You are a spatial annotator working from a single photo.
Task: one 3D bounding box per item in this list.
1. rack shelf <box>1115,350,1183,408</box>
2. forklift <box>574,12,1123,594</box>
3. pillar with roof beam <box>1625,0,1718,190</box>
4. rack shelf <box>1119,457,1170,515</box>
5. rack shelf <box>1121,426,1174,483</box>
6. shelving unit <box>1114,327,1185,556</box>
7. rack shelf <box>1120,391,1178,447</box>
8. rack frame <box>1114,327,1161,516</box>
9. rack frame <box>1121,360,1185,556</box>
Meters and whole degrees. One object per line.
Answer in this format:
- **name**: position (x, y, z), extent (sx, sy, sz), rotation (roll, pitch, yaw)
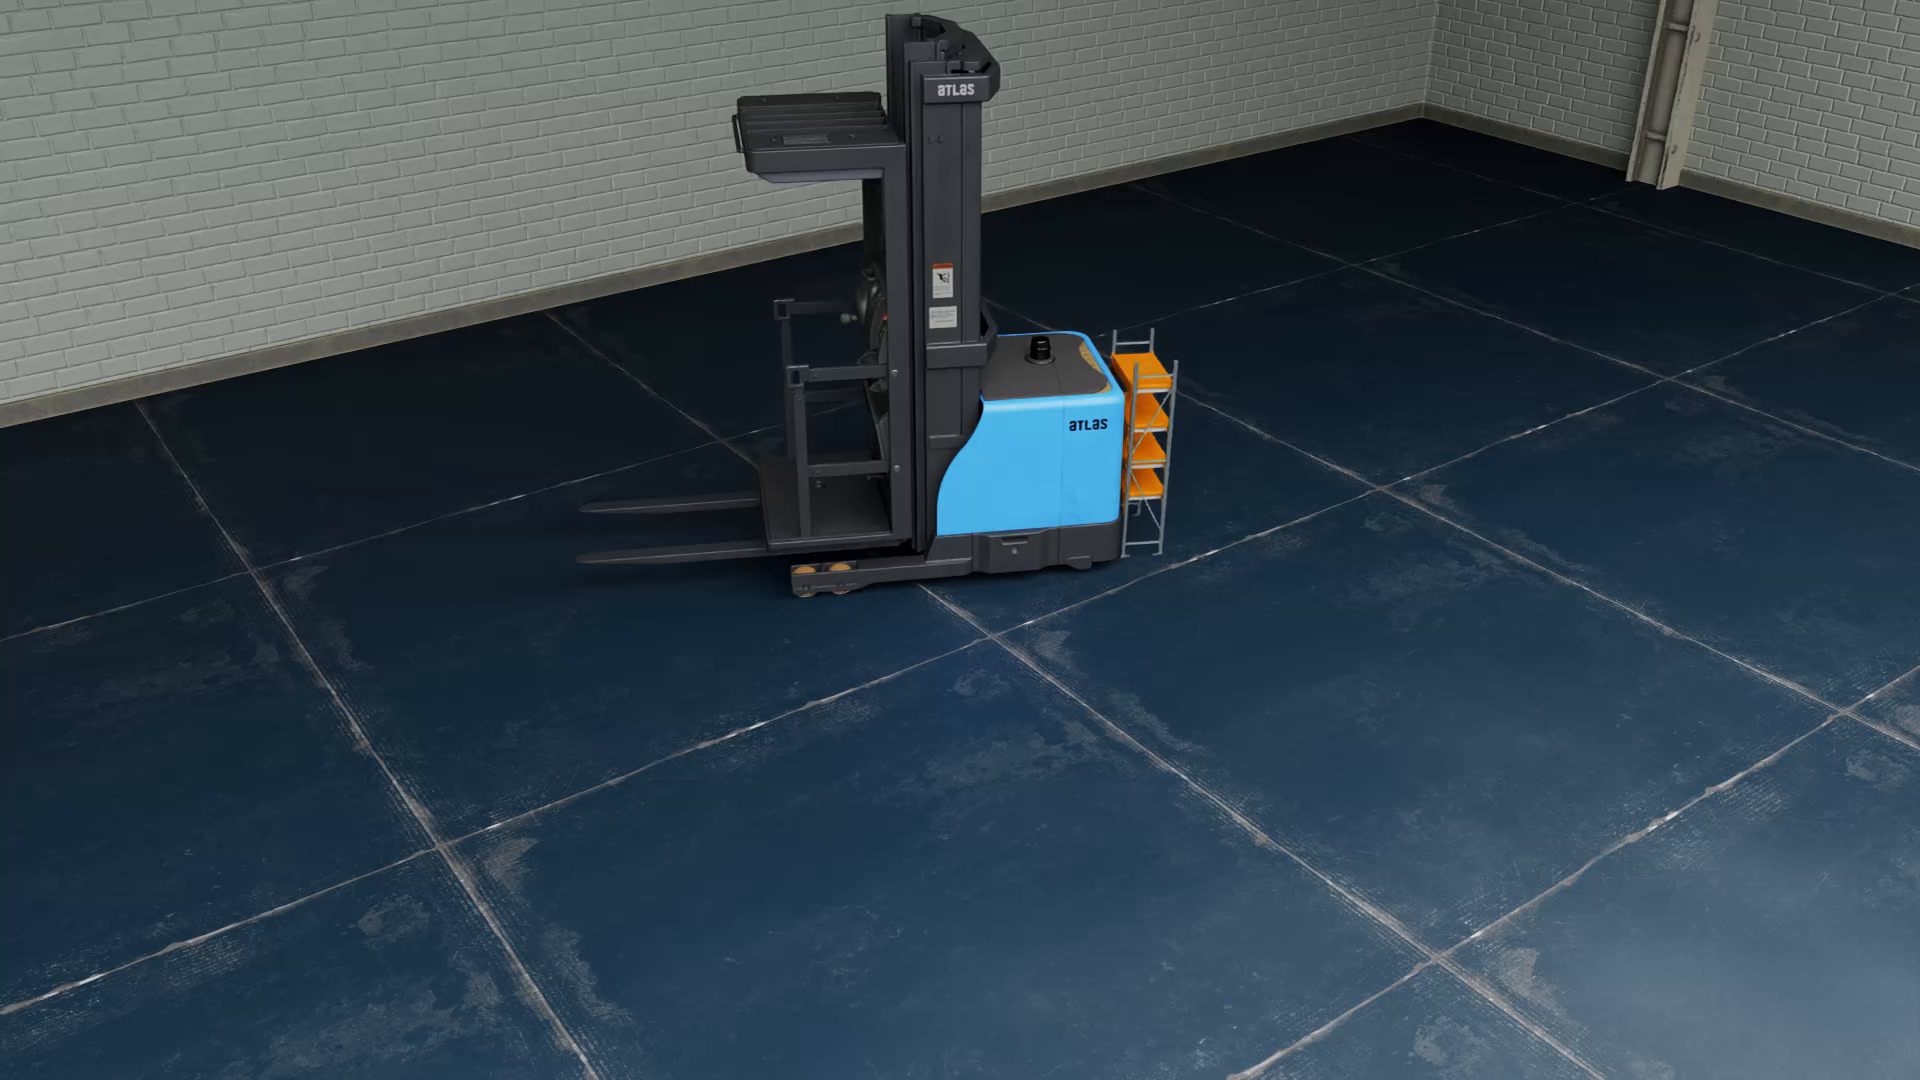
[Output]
- **rack shelf**: position (1.054, -0.905, 9.324), extent (0.258, 0.148, 0.480), rotation (-2, 28, -10)
- **forklift**: position (-0.659, -1.258, 8.995), extent (3.031, 2.935, 1.130), rotation (-3, 29, -6)
- **pillar with roof beam**: position (3.213, -6.235, 11.801), extent (9.100, 9.000, 0.400), rotation (-19, 34, -31)
- **rack shelf**: position (1.021, -0.325, 9.634), extent (0.258, 0.148, 0.480), rotation (-2, 28, -10)
- **rack shelf**: position (1.031, -0.500, 9.540), extent (0.258, 0.148, 0.480), rotation (-2, 28, -10)
- **shelving unit**: position (1.034, -0.559, 9.509), extent (0.258, 1.200, 0.503), rotation (-2, 28, -10)
- **rack shelf**: position (1.042, -0.697, 9.435), extent (0.258, 0.148, 0.480), rotation (-2, 28, -10)
- **rack frame**: position (0.995, -0.674, 9.720), extent (0.240, 1.200, 0.015), rotation (-2, 28, -10)
- **rack frame**: position (1.074, -0.444, 9.297), extent (0.240, 1.200, 0.015), rotation (-2, 28, -10)
